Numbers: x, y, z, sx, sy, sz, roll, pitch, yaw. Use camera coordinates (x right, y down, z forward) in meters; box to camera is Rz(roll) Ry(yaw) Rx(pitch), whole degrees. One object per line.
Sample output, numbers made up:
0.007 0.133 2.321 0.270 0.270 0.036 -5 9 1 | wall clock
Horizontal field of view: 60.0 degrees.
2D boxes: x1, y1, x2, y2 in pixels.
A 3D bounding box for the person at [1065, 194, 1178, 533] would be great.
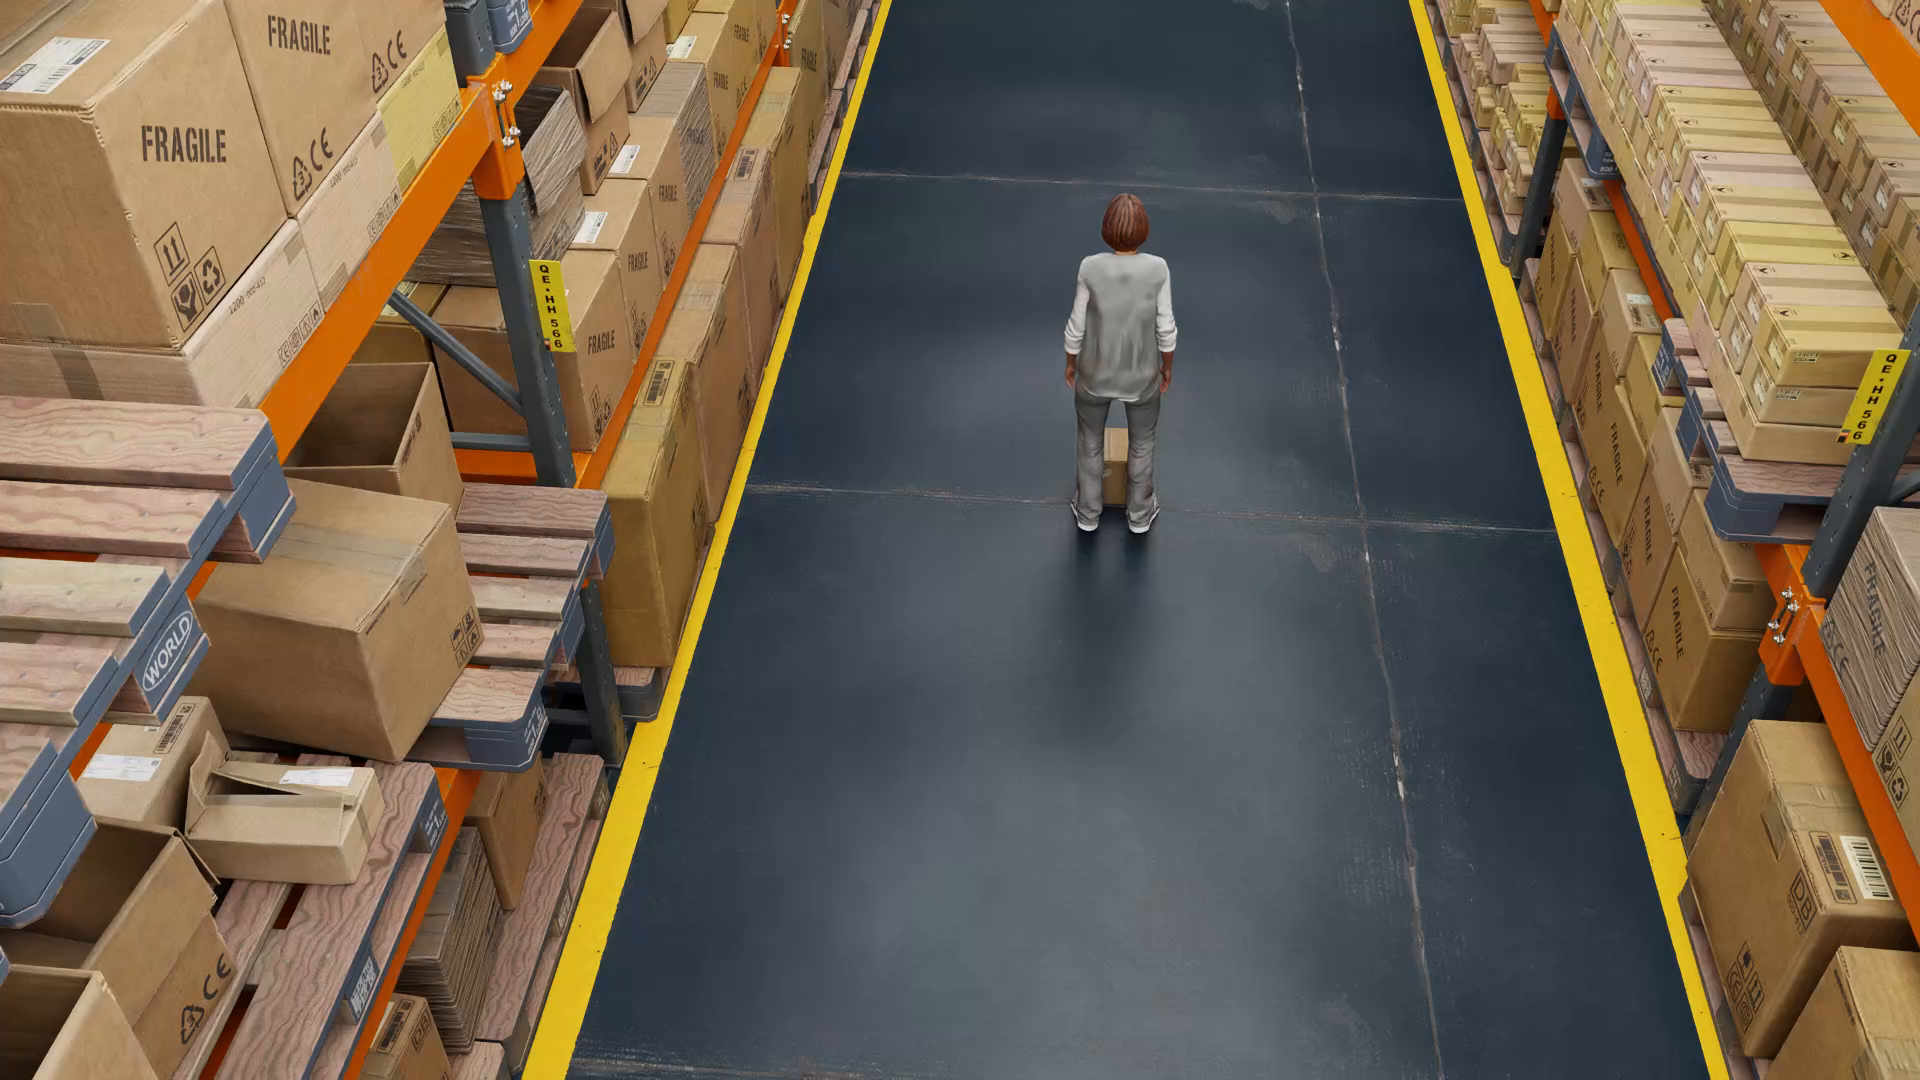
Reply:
0.664 -0.693 6.973 0.461 1.593 0.343 4 41 4 | person
